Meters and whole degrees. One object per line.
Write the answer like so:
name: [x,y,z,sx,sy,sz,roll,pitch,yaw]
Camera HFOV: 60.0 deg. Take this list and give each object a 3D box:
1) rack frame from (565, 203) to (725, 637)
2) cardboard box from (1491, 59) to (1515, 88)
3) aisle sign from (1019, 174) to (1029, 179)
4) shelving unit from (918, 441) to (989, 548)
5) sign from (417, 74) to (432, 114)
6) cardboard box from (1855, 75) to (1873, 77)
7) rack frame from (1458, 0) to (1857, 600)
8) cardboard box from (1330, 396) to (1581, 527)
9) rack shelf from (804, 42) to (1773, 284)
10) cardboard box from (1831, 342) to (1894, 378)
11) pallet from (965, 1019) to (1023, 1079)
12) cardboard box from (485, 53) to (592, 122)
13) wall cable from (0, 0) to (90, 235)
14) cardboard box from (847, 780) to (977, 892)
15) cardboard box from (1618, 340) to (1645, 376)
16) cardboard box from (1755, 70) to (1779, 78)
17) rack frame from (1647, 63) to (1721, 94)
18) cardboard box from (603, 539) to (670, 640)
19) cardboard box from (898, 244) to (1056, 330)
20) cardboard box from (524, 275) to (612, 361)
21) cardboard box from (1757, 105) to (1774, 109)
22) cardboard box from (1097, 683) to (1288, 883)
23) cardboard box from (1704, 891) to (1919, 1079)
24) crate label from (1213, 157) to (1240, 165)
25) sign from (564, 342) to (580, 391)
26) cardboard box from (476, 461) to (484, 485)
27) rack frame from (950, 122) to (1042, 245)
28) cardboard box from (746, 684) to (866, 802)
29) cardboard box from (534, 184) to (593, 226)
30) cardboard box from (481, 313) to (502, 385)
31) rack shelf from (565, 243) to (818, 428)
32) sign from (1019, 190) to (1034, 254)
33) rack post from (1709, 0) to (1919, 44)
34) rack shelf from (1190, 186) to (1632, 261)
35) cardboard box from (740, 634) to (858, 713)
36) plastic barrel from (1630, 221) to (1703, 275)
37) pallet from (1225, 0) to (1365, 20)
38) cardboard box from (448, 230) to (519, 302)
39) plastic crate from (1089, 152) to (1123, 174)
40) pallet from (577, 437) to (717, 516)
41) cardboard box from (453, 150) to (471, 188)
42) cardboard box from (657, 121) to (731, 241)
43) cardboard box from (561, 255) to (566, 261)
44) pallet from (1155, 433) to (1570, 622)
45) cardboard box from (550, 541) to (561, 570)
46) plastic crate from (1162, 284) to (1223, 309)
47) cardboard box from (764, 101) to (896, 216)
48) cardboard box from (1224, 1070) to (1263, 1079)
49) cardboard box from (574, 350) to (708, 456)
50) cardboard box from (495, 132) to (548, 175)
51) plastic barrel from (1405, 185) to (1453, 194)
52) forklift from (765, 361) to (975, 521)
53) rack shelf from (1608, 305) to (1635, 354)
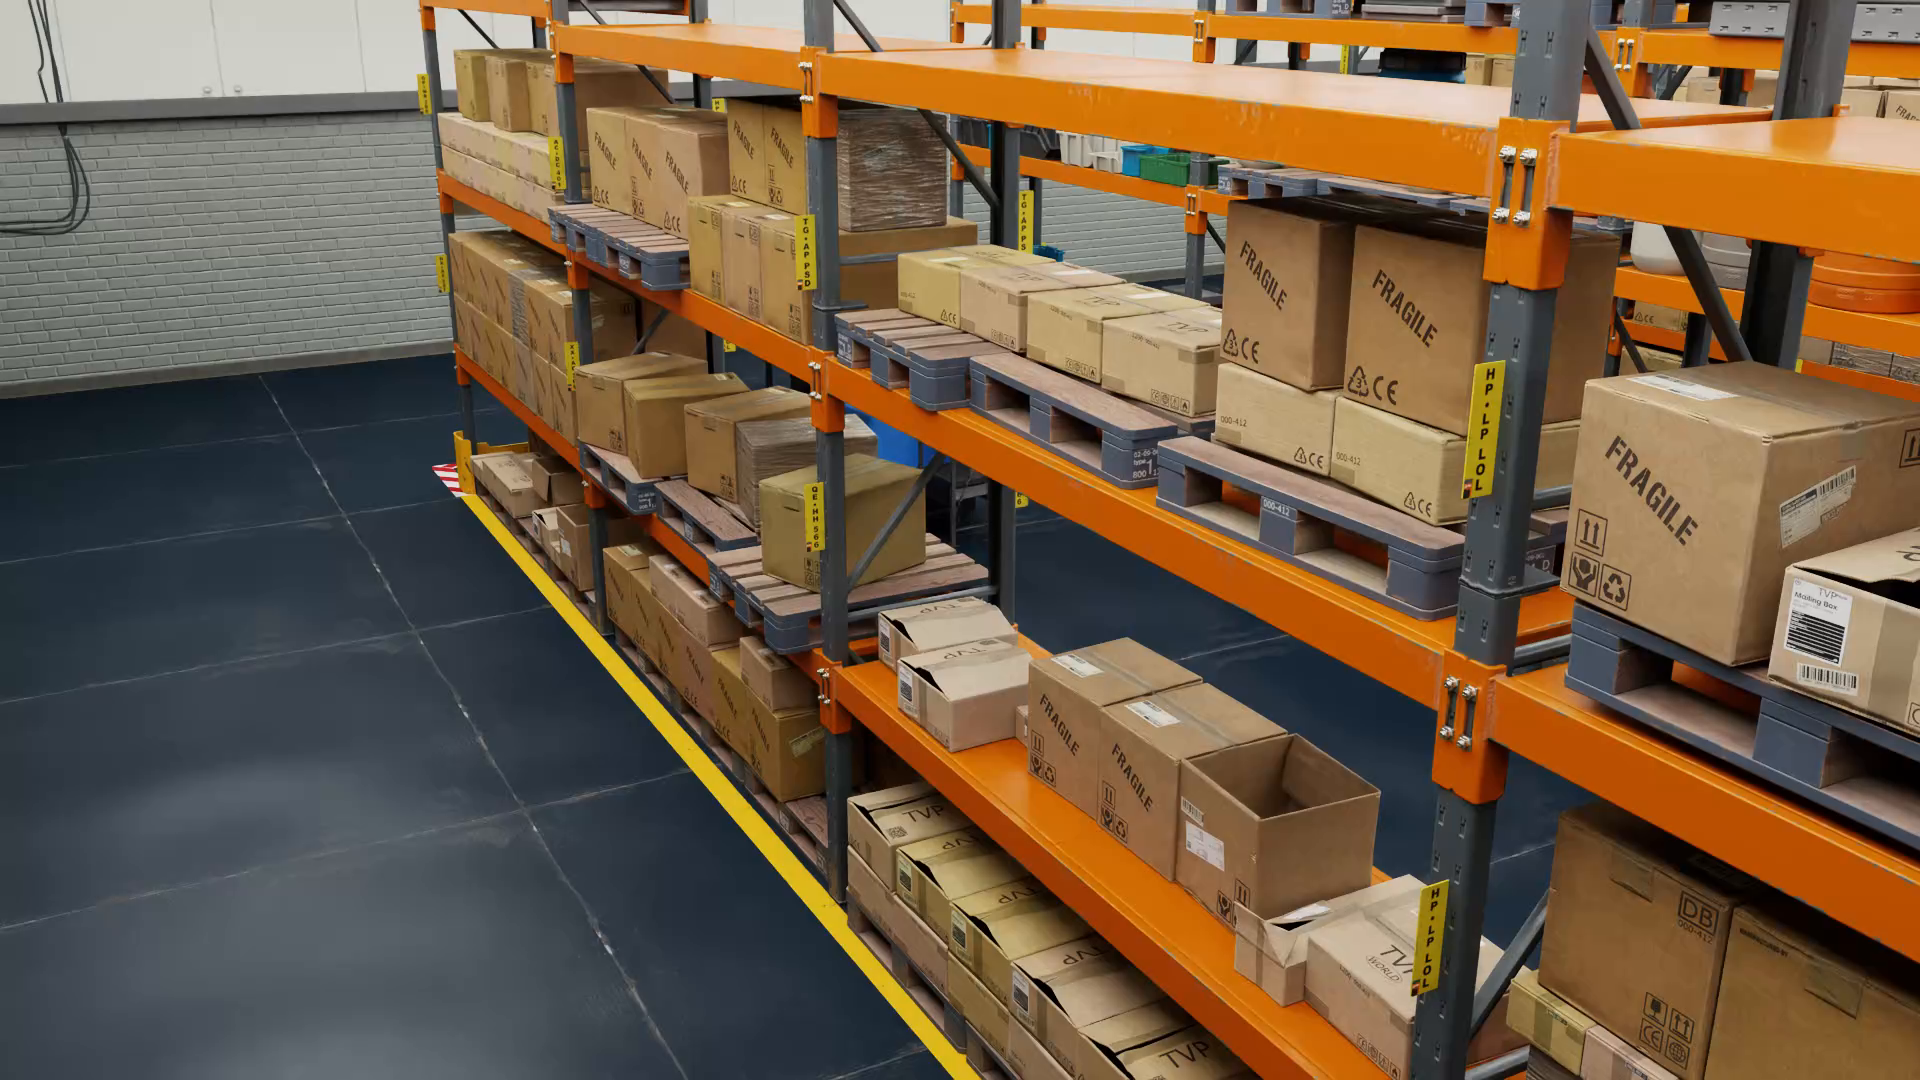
rack frame: [-2.094,-0.830,11.438,1.000,3.000,0.127,-10,21,-27]
cardboard box: [5.827,-4.617,16.863,0.700,0.500,0.500,-9,21,-24]
aisle sign: [0.591,-4.039,16.753,0.394,0.787,0.004,-10,21,-27]
shelving unit: [-0.035,-1.029,13.393,0.431,2.100,0.503,-12,22,-31]
sign: [-4.471,-3.725,13.890,0.100,0.325,0.005,-10,21,-27]
cardboard box: [10.148,-5.220,18.414,0.380,0.149,0.250,-11,22,-29]
rack frame: [1.705,-1.369,3.804,1.000,3.000,0.127,-10,21,-27]
cardboard box: [1.421,-0.257,4.766,0.500,0.250,0.500,-8,20,-21]
rack shelf: [0.755,-1.414,5.650,1.077,0.370,4.000,-10,21,-27]
cardboard box: [7.592,-1.658,13.685,0.500,0.500,0.500,-11,22,-28]
pallet: [0.737,2.229,6.849,1.003,0.211,1.213,-10,21,-27]
cardboard box: [-3.241,-3.487,12.855,0.700,0.500,0.500,-10,21,-27]
wall cable: [-10.723,-4.257,16.932,3.097,2.526,0.112,-10,21,-27]
cardboard box: [-0.204,1.350,7.831,0.500,0.311,0.500,-9,21,-25]
cardboard box: [6.383,-1.759,16.744,0.875,0.875,0.875,-10,21,-27]
cardboard box: [9.597,-5.371,19.464,0.500,0.250,0.500,-10,21,-26]
rack frame: [6.626,-5.199,14.903,1.000,3.000,0.127,-10,21,-27]
cardboard box: [-2.079,0.320,11.262,0.500,0.500,0.500,-11,22,-29]
cardboard box: [0.070,-1.106,7.225,0.500,0.250,0.500,-12,22,-31]
cardboard box: [-2.808,-1.601,11.988,0.500,0.500,0.500,-10,22,-28]
cardboard box: [7.068,-3.609,14.385,0.500,0.311,0.500,-11,22,-29]
cardboard box: [0.866,0.901,6.267,0.500,0.500,0.500,-10,21,-27]
cardboard box: [2.162,1.077,3.768,0.700,0.500,0.500,-10,21,-27]
crate label: [2.289,-3.075,13.749,0.293,0.136,0.466,-10,21,-27]
sign: [-2.568,-1.153,11.047,0.100,0.325,0.005,-10,21,-27]
cardboard box: [-3.978,-0.602,14.445,0.380,0.166,0.250,-10,21,-27]
rack frame: [0.368,-2.744,16.986,1.000,3.000,0.127,-10,21,-27]
cardboard box: [-0.845,1.060,9.119,0.500,0.500,0.500,-9,21,-25]
cardboard box: [-2.559,-2.275,11.258,0.500,0.250,0.500,-10,21,-27]
cardboard box: [-3.529,-1.565,13.416,0.500,0.500,0.500,-10,21,-27]
rack shelf: [-1.144,-1.334,9.402,1.077,0.370,4.000,-10,21,-27]
sign: [0.298,-1.465,7.766,0.100,0.325,0.005,-10,21,-27]
rack post: [5.055,-2.782,7.591,1.013,1.000,3.121,-10,21,-27]
rack shelf: [3.217,-2.100,11.622,1.077,0.370,4.000,-10,21,-27]
cardboard box: [-0.876,0.690,9.041,0.500,0.250,0.500,-9,21,-25]
plastic barrel: [4.044,-1.782,9.427,0.421,0.512,0.421,0,19,0]
pallet: [2.687,-3.921,12.101,1.003,0.211,1.213,-10,21,-27]
cardboard box: [-4.015,-2.330,14.099,0.500,0.500,0.500,-9,21,-25]
plastic crate: [1.328,-3.195,14.099,0.293,0.136,0.466,-10,21,-27]
pallet: [-1.811,-0.493,10.755,1.003,0.211,1.213,-10,21,-27]
cardboard box: [-3.747,-2.993,13.337,0.500,0.250,0.500,-10,21,-27]
cardboard box: [-1.284,-2.002,9.287,0.600,0.600,0.600,-11,22,-29]
cardboard box: [-2.805,-1.972,13.063,0.500,0.500,0.500,-9,21,-25]
pallet: [1.275,-0.112,5.052,0.805,0.209,1.217,-11,22,-29]
cardboard box: [-2.845,0.092,12.463,0.380,0.149,0.250,-10,21,-27]
plastic crate: [2.064,-1.950,14.493,0.402,0.464,0.583,-10,21,-27]
cardboard box: [-0.638,-1.892,8.231,0.500,0.500,0.500,-10,21,-27]
cardboard box: [1.008,2.083,5.709,0.500,0.311,0.500,-9,21,-25]
cardboard box: [-2.066,-0.905,10.858,0.500,0.500,0.700,16,25,39]
cardboard box: [-3.034,-2.799,12.008,0.500,0.250,0.500,-10,21,-27]
plastic barrel: [3.192,-2.614,11.158,0.433,0.535,0.433,0,19,0]
forklift: [-1.127,-1.883,14.596,1.130,2.935,3.031,-13,23,-33]
rack shelf: [5.676,-2.597,17.663,1.077,0.370,4.000,-10,21,-27]
